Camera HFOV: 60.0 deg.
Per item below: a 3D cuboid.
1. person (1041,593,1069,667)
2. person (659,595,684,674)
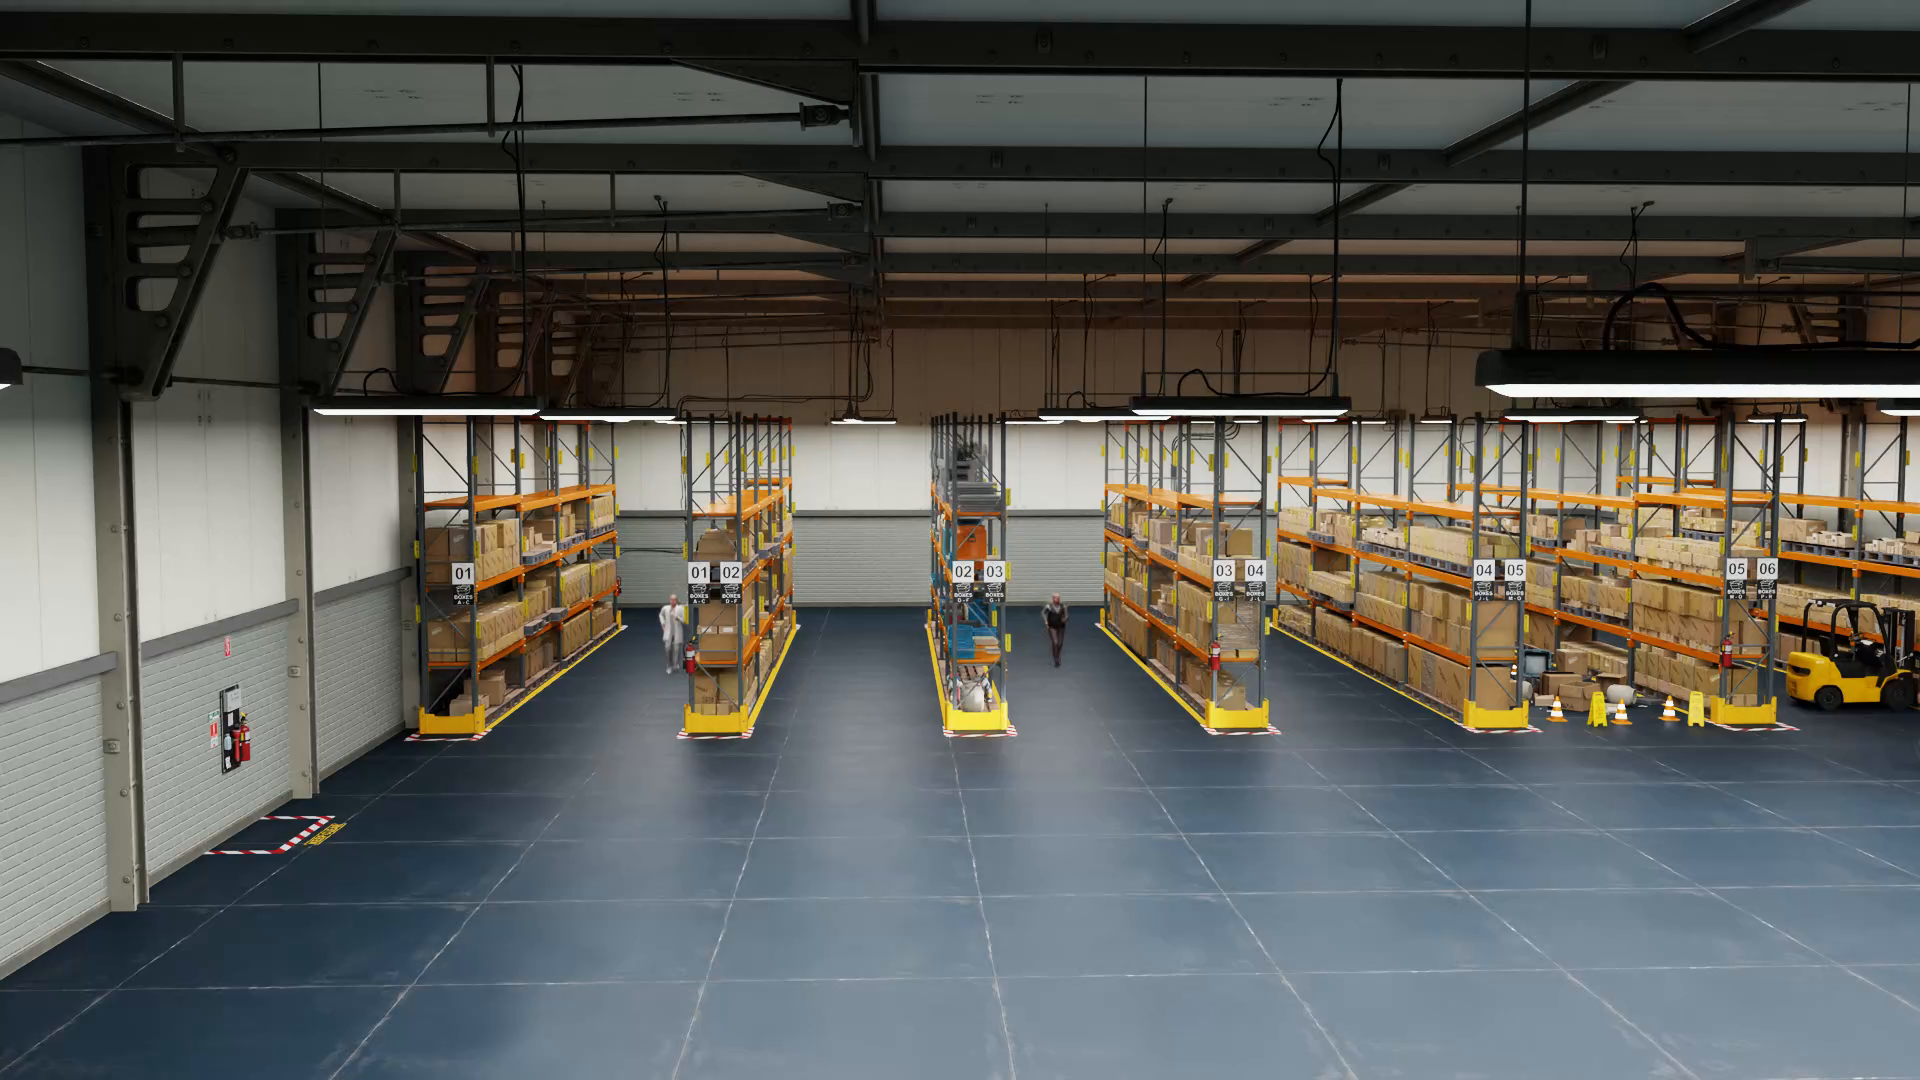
[{"bbox_3d":[2.308,2.145,39.925,0.662,1.731,0.807,-1,4,-11],"label":"person"},{"bbox_3d":[-6.684,2.197,38.769,0.682,1.840,0.802,0,4,-4],"label":"person"}]
